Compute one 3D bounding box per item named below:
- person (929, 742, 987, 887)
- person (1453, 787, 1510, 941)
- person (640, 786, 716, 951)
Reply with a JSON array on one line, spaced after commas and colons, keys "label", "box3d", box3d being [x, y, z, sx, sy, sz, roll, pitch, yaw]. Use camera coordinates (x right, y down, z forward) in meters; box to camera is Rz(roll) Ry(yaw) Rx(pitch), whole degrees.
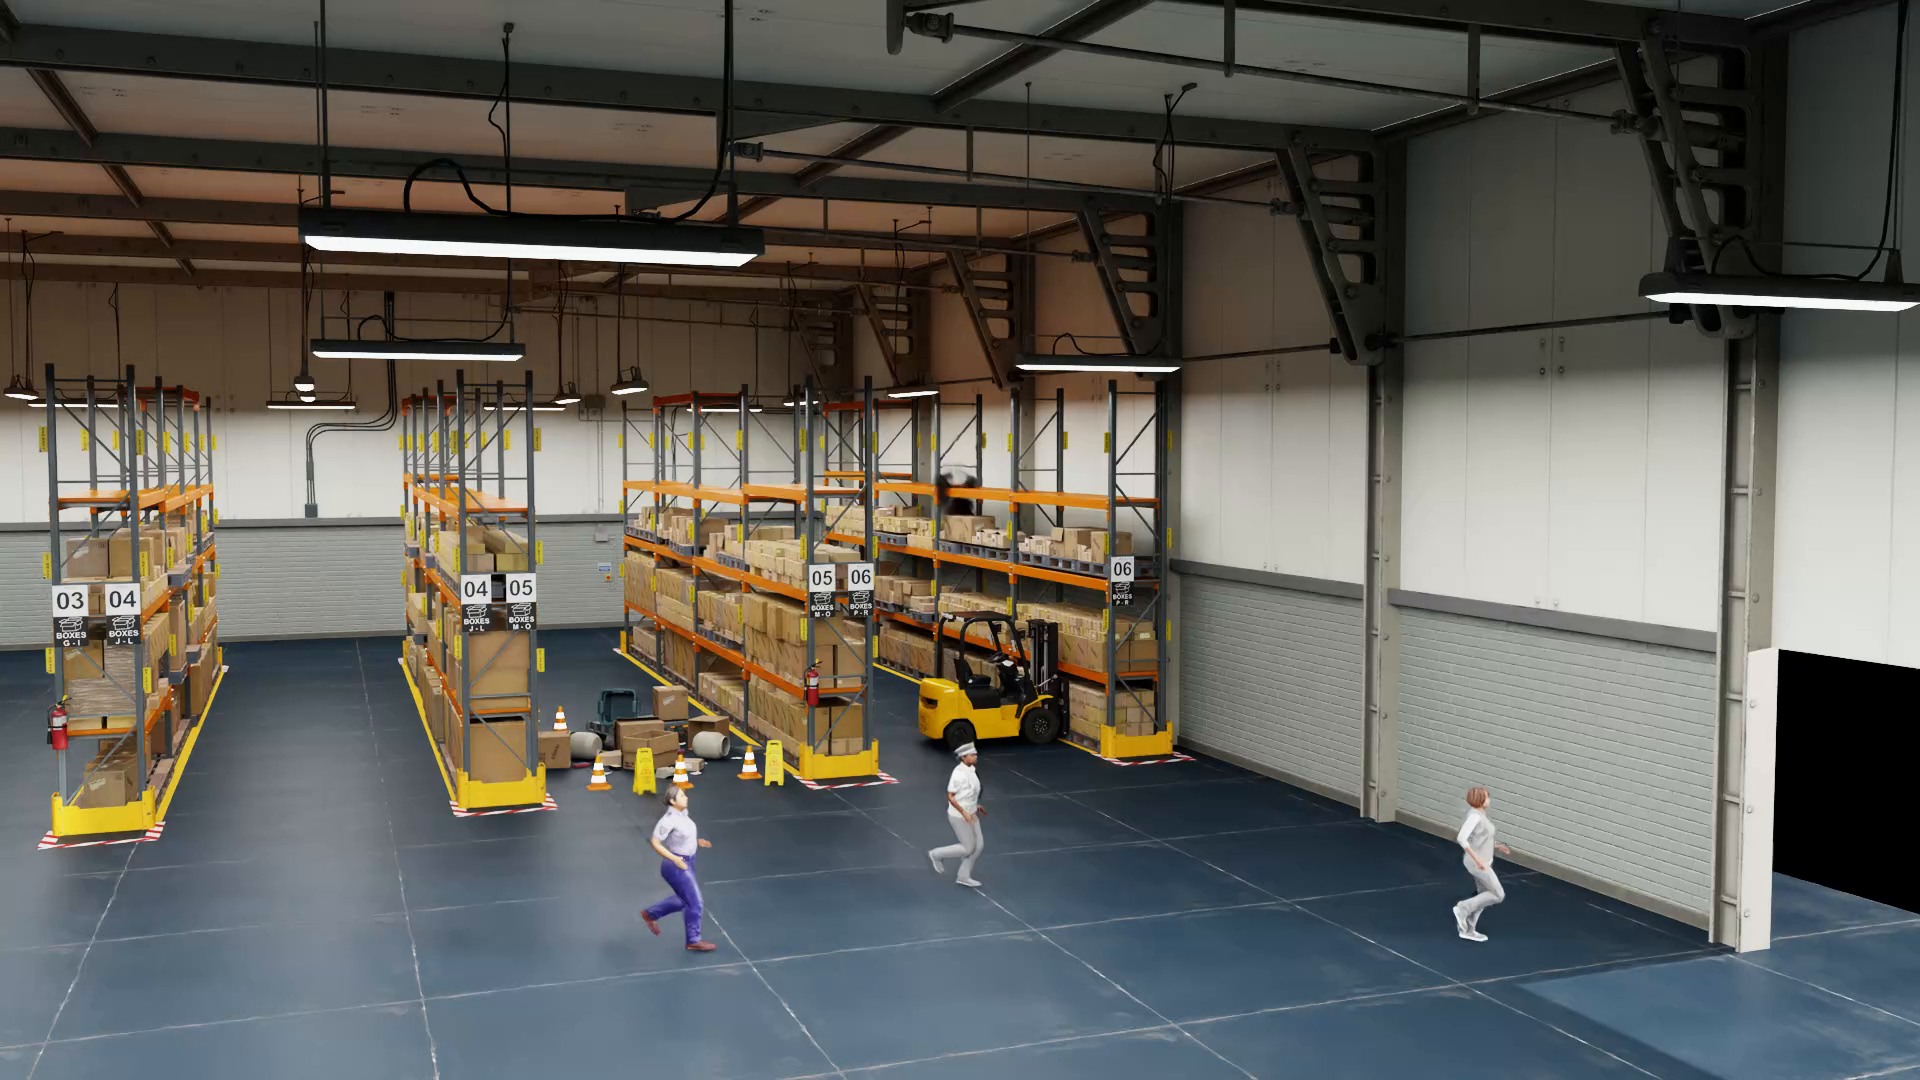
[{"label": "person", "box3d": [-0.026, 3.088, 18.810, 0.592, 1.649, 0.558, 1, 4, 21]}, {"label": "person", "box3d": [5.230, 3.250, 16.664, 0.537, 1.558, 0.530, 1, 4, 20]}, {"label": "person", "box3d": [-2.809, 3.233, 16.437, 0.803, 1.611, 0.620, 0, 3, 7]}]
